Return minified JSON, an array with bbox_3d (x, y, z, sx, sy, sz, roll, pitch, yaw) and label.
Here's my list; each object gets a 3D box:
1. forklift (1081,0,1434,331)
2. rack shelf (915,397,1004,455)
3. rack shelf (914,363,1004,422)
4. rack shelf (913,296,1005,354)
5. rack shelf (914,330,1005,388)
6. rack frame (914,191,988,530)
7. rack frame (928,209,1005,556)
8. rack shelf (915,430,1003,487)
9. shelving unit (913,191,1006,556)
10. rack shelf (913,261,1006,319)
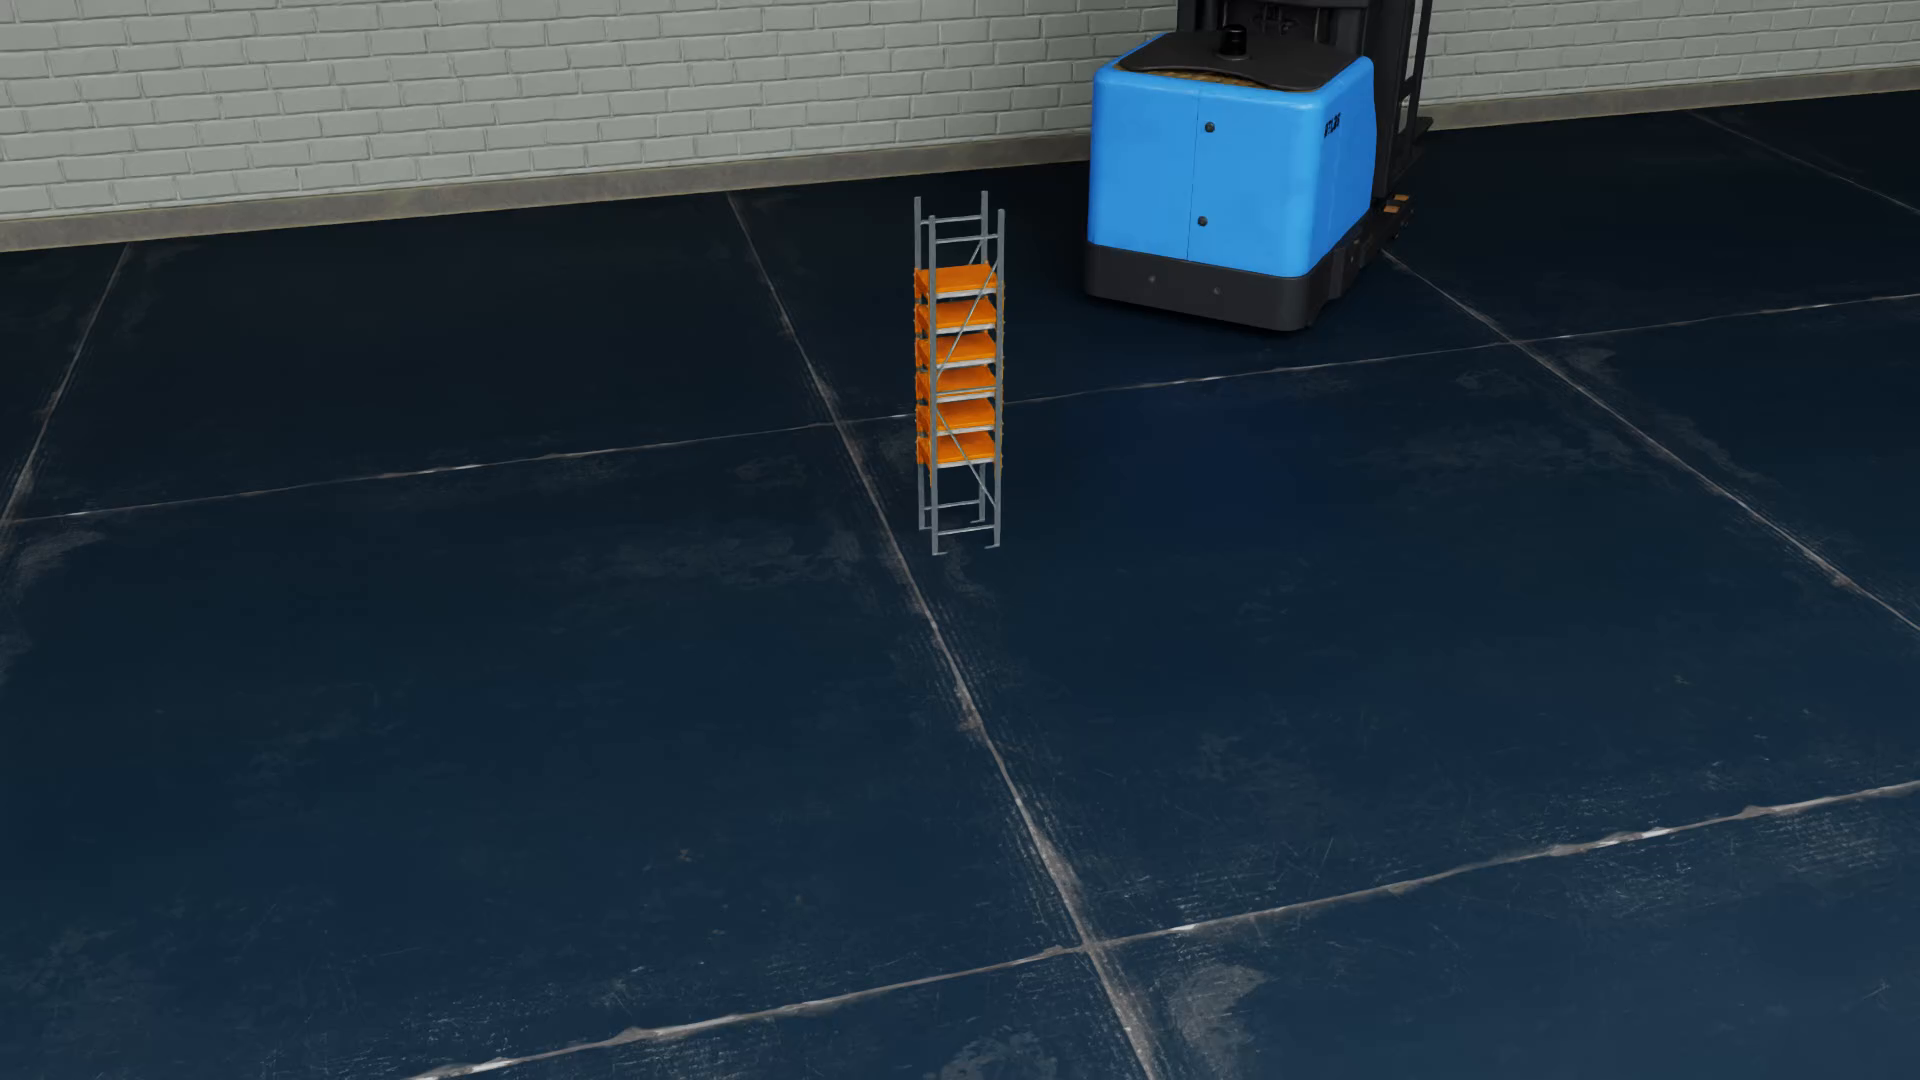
[{"bbox_3d":[1.685,-2.880,7.799,1.130,2.935,3.031,15,33,24],"label":"forklift"},{"bbox_3d":[-0.004,-0.384,5.544,0.258,0.103,0.180,-8,31,-13],"label":"rack shelf"},{"bbox_3d":[-0.004,-0.488,5.484,0.258,0.103,0.180,-8,31,-13],"label":"rack shelf"},{"bbox_3d":[-0.004,-0.696,5.364,0.258,0.103,0.180,-8,31,-13],"label":"rack shelf"},{"bbox_3d":[-0.004,-0.592,5.424,0.258,0.103,0.180,-8,31,-13],"label":"rack shelf"},{"bbox_3d":[-0.028,-0.570,5.538,0.240,1.200,0.006,-8,31,-13],"label":"rack frame"},{"bbox_3d":[0.020,-0.482,5.385,0.240,1.200,0.006,-8,31,-13],"label":"rack frame"},{"bbox_3d":[-0.004,-0.280,5.604,0.258,0.103,0.180,-8,31,-13],"label":"rack shelf"},{"bbox_3d":[-0.004,-0.526,5.462,0.258,1.200,0.189,-8,31,-13],"label":"shelving unit"},{"bbox_3d":[-0.004,-0.799,5.303,0.258,0.103,0.180,-8,31,-13],"label":"rack shelf"}]
